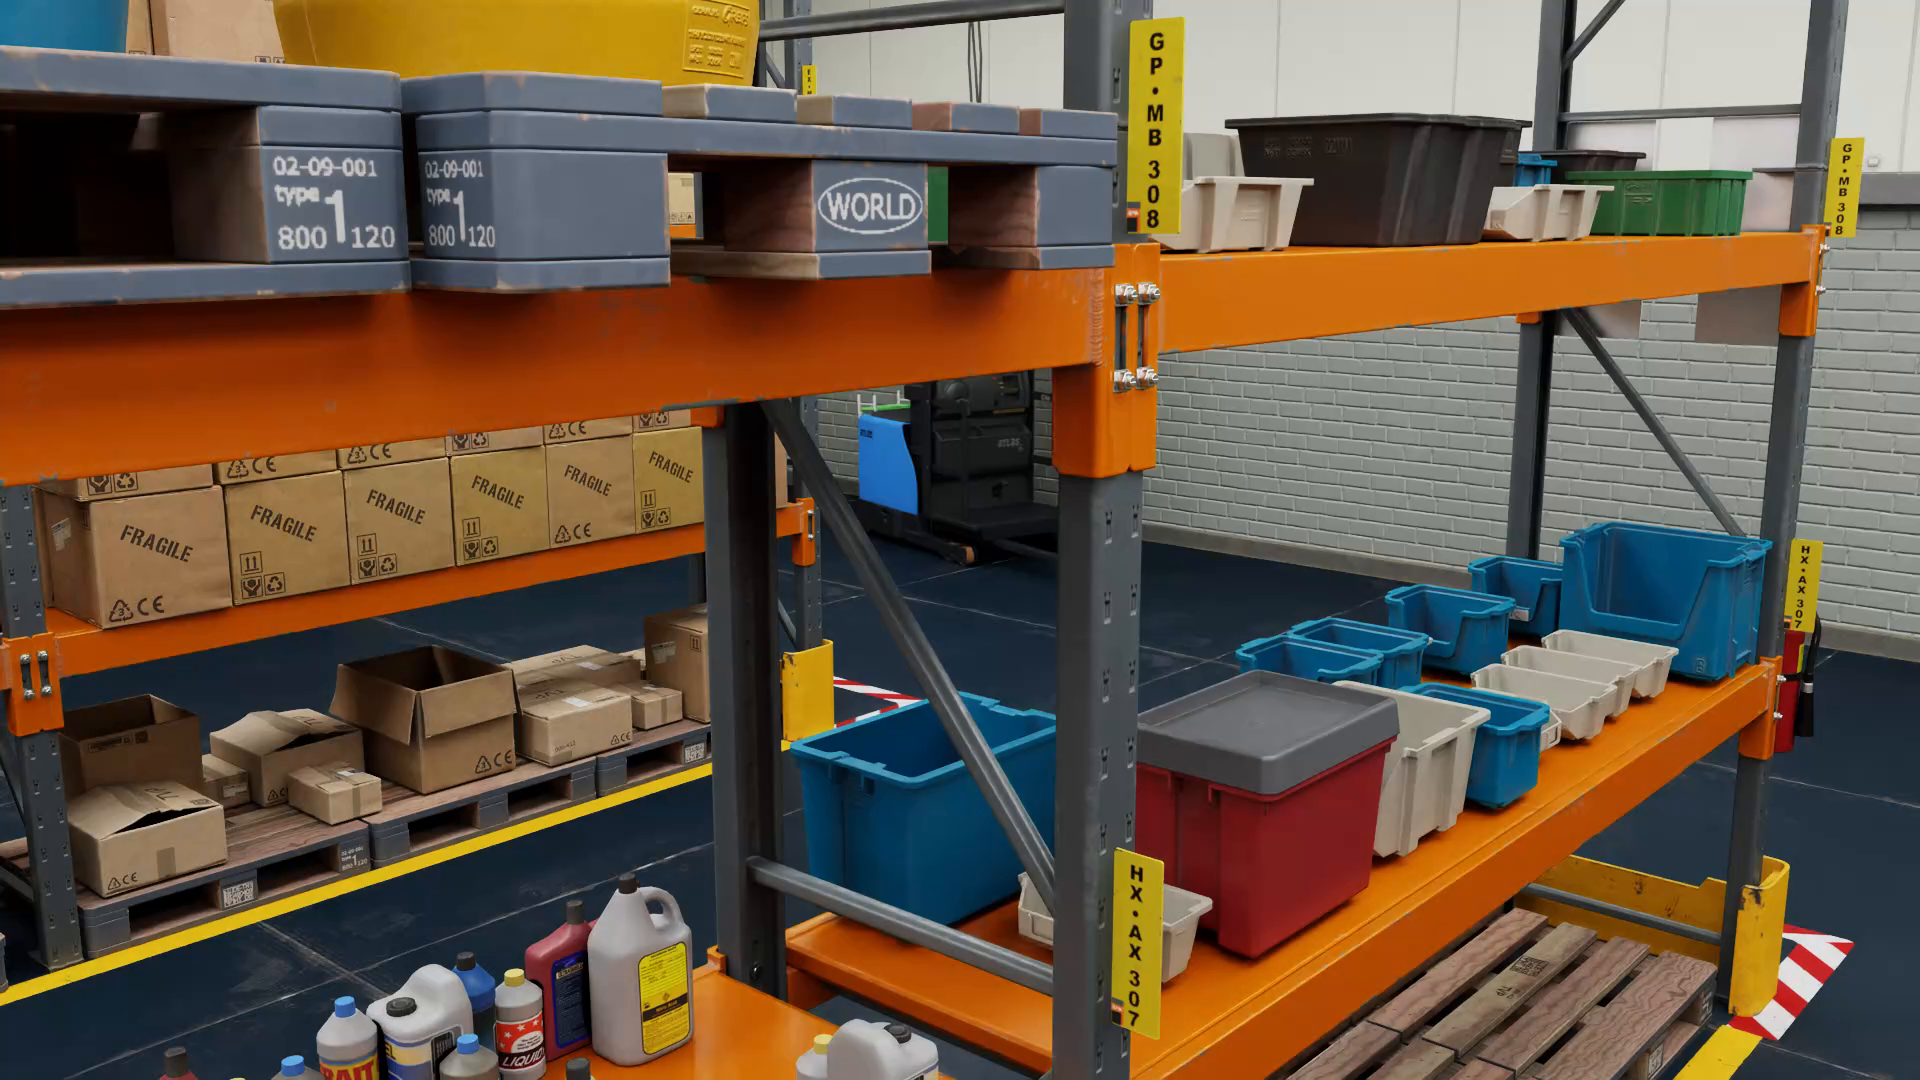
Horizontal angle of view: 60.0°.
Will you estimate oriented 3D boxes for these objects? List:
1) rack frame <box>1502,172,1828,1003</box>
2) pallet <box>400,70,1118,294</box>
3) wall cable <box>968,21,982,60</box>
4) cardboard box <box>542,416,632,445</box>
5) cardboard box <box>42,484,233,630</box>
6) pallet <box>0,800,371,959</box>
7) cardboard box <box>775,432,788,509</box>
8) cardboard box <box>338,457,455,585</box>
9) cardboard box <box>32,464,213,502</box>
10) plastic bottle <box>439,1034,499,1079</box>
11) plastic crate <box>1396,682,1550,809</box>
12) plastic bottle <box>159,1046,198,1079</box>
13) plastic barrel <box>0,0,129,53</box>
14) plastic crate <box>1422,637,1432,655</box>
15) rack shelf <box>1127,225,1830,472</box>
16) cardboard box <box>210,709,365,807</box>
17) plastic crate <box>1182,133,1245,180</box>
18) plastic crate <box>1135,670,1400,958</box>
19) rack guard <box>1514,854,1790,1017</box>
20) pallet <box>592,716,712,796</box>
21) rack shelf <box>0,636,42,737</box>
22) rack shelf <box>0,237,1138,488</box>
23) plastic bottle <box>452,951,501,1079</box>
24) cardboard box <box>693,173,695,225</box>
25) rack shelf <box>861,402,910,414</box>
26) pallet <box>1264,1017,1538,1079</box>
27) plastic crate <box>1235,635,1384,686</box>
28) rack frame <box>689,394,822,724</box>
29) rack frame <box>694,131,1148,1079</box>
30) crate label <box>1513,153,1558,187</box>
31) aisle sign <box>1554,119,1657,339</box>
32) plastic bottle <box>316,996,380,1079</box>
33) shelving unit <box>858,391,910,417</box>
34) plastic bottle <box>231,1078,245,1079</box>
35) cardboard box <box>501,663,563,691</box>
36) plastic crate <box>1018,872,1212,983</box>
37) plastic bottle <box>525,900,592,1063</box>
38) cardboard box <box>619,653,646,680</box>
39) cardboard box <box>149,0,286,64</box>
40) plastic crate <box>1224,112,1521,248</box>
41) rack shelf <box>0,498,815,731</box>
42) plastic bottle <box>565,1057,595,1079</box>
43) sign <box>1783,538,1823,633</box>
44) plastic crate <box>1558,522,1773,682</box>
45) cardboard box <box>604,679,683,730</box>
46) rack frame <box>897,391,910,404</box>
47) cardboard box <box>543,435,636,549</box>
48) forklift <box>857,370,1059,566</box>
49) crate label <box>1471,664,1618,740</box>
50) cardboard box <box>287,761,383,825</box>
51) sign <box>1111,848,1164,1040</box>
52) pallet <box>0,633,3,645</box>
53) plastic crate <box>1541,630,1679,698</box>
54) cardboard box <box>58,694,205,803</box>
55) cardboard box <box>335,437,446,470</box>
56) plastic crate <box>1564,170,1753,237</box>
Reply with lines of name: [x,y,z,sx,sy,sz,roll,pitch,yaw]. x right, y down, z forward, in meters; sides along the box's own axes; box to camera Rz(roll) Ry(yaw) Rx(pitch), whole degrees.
rack frame: [2.533,0.171,6.195,1.000,3.000,0.127,10,15,40]
pallet: [-0.551,-0.490,2.332,1.213,0.211,1.003,10,15,40]
wall cable: [1.126,-5.441,14.013,3.097,2.526,0.112,10,15,40]
cardboard box: [-1.944,-0.757,8.033,0.500,0.500,0.500,10,15,42]
cardboard box: [-3.284,0.030,6.647,0.500,0.500,0.500,10,15,42]
pallet: [-3.371,1.386,7.236,1.003,0.211,1.213,10,15,40]
cardboard box: [-1.276,-0.417,8.888,0.500,0.500,0.500,10,15,42]
cardboard box: [-2.617,-0.119,7.393,0.500,0.500,0.500,10,15,40]
cardboard box: [-3.303,-0.453,6.514,0.500,0.500,0.500,10,15,42]
plastic bottle: [-0.834,0.943,2.837,0.097,0.201,0.097,0,11,0]
plastic crate: [1.370,0.559,4.526,0.416,0.233,0.300,10,15,40]
plastic bottle: [-1.256,0.947,2.611,0.061,0.283,0.133,10,15,40]
plastic barrel: [-1.119,-0.892,1.508,0.600,0.901,0.708,10,15,40]
plastic crate: [1.401,0.401,5.563,0.250,0.136,0.298,10,15,40]
rack shelf: [1.213,-0.652,4.498,1.077,0.370,4.000,10,15,40]
cardboard box: [-3.167,0.991,7.833,0.500,0.311,0.500,10,15,40]
plastic crate: [0.839,-0.955,4.480,0.437,0.282,0.530,10,15,40]
plastic crate: [0.671,0.600,3.731,0.402,0.464,0.583,10,15,40]
rack guard: [2.540,1.392,6.465,1.175,0.500,0.348,10,15,40]
pallet: [-1.761,1.027,9.033,1.003,0.211,1.213,10,15,40]
rack shelf: [-5.146,0.766,5.054,1.077,0.370,4.000,10,15,40]
rack shelf: [-1.427,-0.064,1.551,1.077,0.370,4.000,10,15,40]
plastic bottle: [-0.884,0.875,3.000,0.097,0.271,0.097,0,11,0]
cardboard box: [-1.326,-1.757,8.576,0.500,0.250,0.500,10,15,40]
rack shelf: [-0.670,-1.177,15.383,0.480,0.148,0.258,-11,12,-43]
pallet: [1.154,1.834,4.991,1.003,0.211,1.213,10,15,40]
plastic crate: [1.056,0.456,5.045,0.416,0.233,0.300,10,15,40]
rack frame: [-1.185,-0.470,9.404,1.000,3.000,0.127,10,15,40]
rack frame: [-0.107,0.760,3.248,1.000,3.000,0.127,10,15,40]
crate label: [1.682,-1.133,5.445,0.408,0.251,0.502,10,15,40]
aisle sign: [2.358,-1.152,6.185,0.394,0.787,0.004,10,15,40]
plastic bottle: [-1.037,0.909,2.829,0.097,0.271,0.097,0,11,0]
shelving unit: [-0.655,-0.766,15.449,0.503,1.200,0.258,-11,12,-43]
plastic bottle: [-1.166,0.972,2.693,0.097,0.201,0.097,0,11,0]
cardboard box: [-2.417,0.854,8.676,0.500,0.250,0.500,10,15,40]
plastic crate: [0.308,0.810,3.518,0.396,0.136,0.243,10,15,40]
plastic bottle: [-0.758,0.836,3.167,0.061,0.283,0.133,10,15,40]
cardboard box: [-1.885,0.758,9.368,0.380,0.166,0.250,10,15,40]
cardboard box: [-3.097,-2.023,6.715,0.700,0.500,0.500,10,15,40]
plastic crate: [0.919,-0.794,3.705,0.497,0.269,0.590,10,15,40]
rack shelf: [-2.505,0.177,8.001,1.077,0.370,4.000,10,15,40]
plastic bottle: [-0.576,0.943,2.457,0.144,0.351,0.185,10,15,40]
sign: [2.957,0.160,5.834,0.100,0.325,0.005,10,15,40]
plastic crate: [2.453,0.198,5.818,0.616,0.435,0.499,10,15,40]
cardboard box: [-1.694,0.864,8.838,0.380,0.166,0.250,10,15,40]
rack frame: [-0.479,-0.799,15.615,0.015,1.200,0.240,-11,12,-43]
cardboard box: [-1.949,-0.268,8.139,0.500,0.500,0.500,10,15,41]
forklift: [0.306,-1.327,13.872,1.130,2.935,3.031,-7,13,-33]
crate label: [1.763,0.500,5.071,0.396,0.136,0.243,10,15,40]
cardboard box: [-2.822,1.130,7.504,0.380,0.166,0.250,10,15,40]
sign: [0.305,0.696,2.863,0.100,0.325,0.005,10,15,40]
pallet: [-6.183,0.564,11.347,1.003,0.211,1.213,10,15,40]
plastic crate: [2.131,0.415,5.497,0.396,0.136,0.243,10,15,40]
cardboard box: [-3.662,1.009,7.262,0.500,0.500,0.500,10,15,40]
cardboard box: [-2.623,-0.605,7.273,0.500,0.500,0.500,9,15,39]
plastic crate: [2.097,-1.014,5.010,0.450,0.188,0.336,10,15,40]
